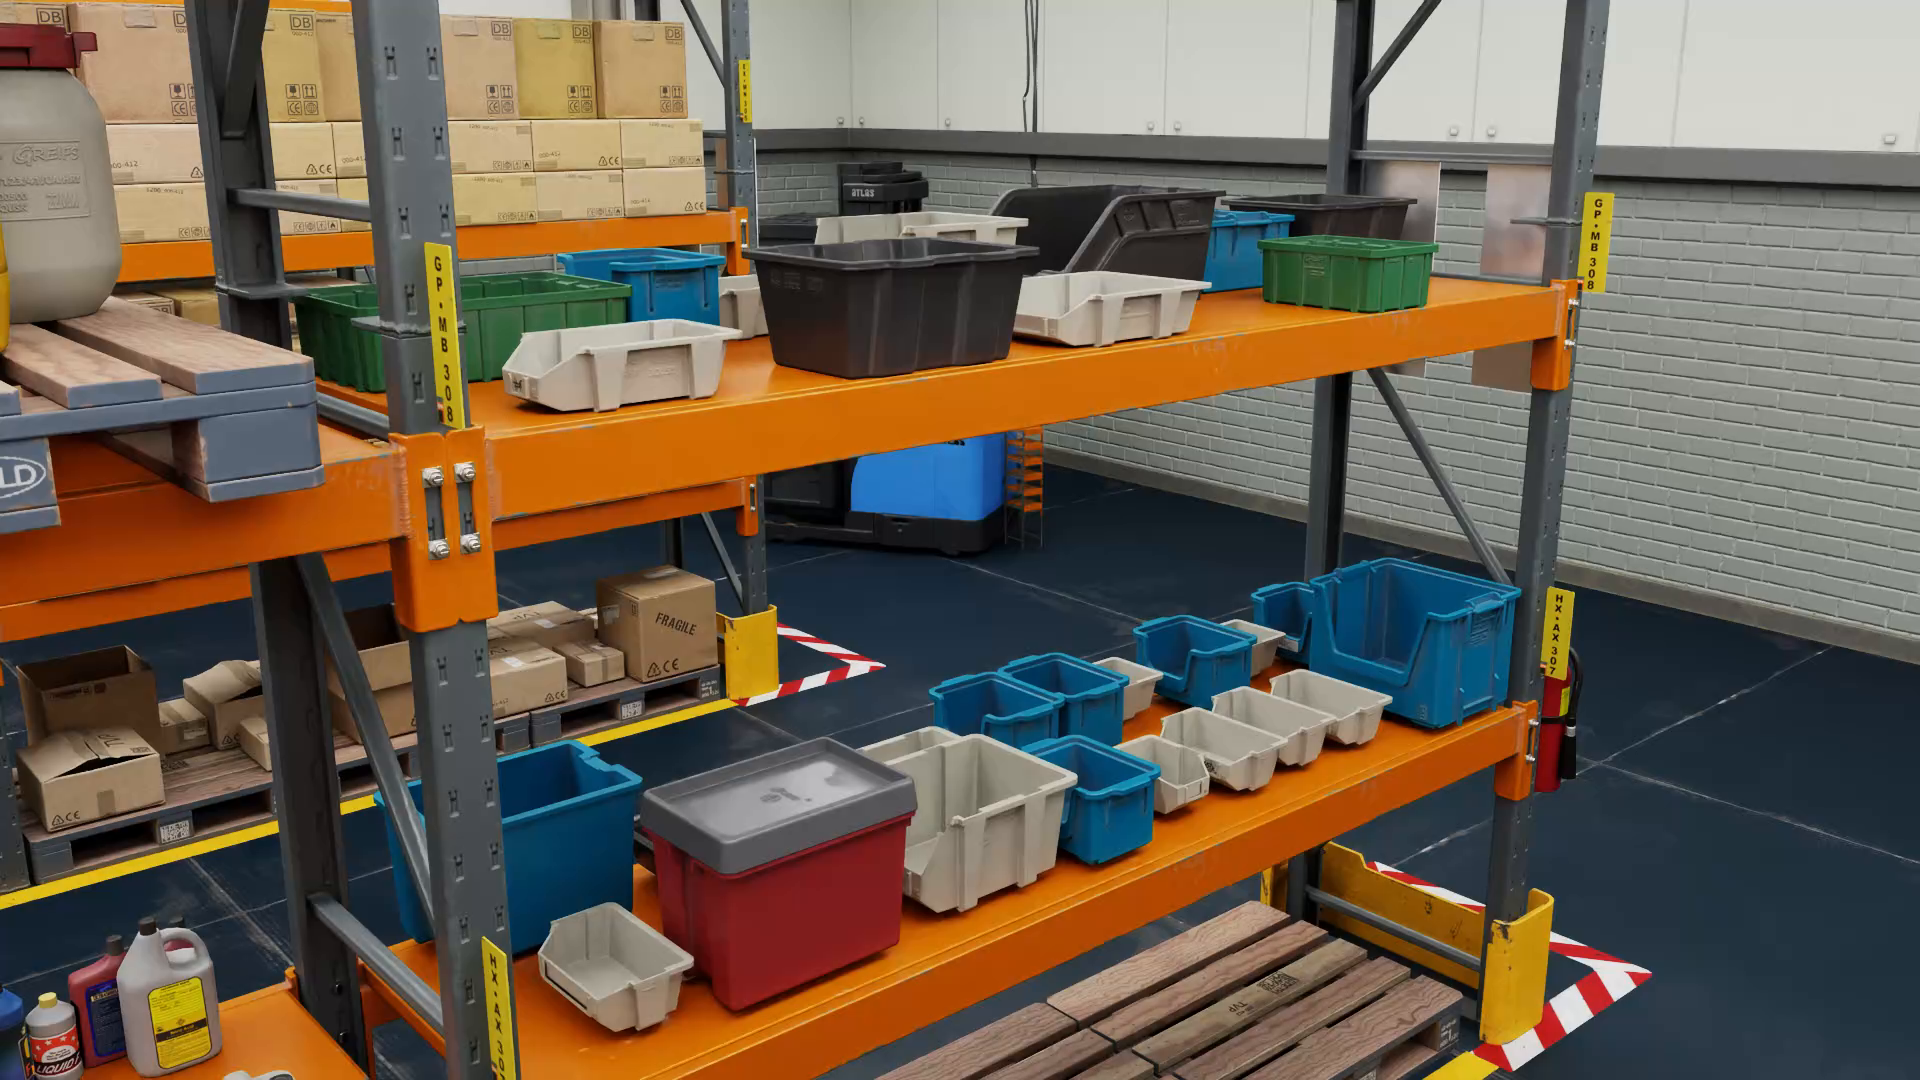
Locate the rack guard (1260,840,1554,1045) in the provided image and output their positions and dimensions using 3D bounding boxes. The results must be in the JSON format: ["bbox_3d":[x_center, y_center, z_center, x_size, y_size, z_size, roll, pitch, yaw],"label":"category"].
[{"bbox_3d":[1.748,1.506,6.642,0.348,0.500,1.175,-13,19,-39],"label":"rack guard"}]

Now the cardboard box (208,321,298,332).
[{"bbox_3d":[-3.551,-0.822,8.384,0.500,0.500,0.500,-12,19,-39],"label":"cardboard box"}]

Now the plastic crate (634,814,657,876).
[{"bbox_3d":[-0.611,0.845,4.691,0.590,0.125,0.437,-13,19,-39],"label":"plastic crate"}]

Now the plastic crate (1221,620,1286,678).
[{"bbox_3d":[1.040,0.420,6.261,0.298,0.136,0.250,-13,19,-39],"label":"plastic crate"}]

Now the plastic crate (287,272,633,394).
[{"bbox_3d":[-1.158,-0.495,3.887,0.662,0.188,0.450,-13,19,-39],"label":"plastic crate"}]

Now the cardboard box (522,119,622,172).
[{"bbox_3d":[-2.108,-2.056,8.646,0.500,0.250,0.500,-13,19,-39],"label":"cardboard box"}]

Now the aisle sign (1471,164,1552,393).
[{"bbox_3d":[1.985,-0.906,5.791,0.004,0.787,0.394,-13,19,-39],"label":"aisle sign"}]

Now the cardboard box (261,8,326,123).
[{"bbox_3d":[-3.343,-2.195,7.713,0.500,0.500,0.700,-13,19,-39],"label":"cardboard box"}]

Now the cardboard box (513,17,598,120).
[{"bbox_3d":[-2.320,-2.482,8.785,0.500,0.500,0.700,-13,19,-39],"label":"cardboard box"}]

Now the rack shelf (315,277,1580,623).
[{"bbox_3d":[0.230,-0.458,4.732,4.000,0.370,1.077,-13,19,-39],"label":"rack shelf"}]

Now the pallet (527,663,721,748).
[{"bbox_3d":[-2.169,0.836,9.712,1.213,0.211,1.003,-13,19,-39],"label":"pallet"}]

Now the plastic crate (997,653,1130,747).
[{"bbox_3d":[0.343,0.558,5.557,0.300,0.233,0.416,-13,19,-39],"label":"plastic crate"}]

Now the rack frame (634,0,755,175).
[{"bbox_3d":[-1.510,-3.558,9.133,0.127,3.000,1.000,-13,19,-39],"label":"rack frame"}]

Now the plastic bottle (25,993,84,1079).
[{"bbox_3d":[-2.012,1.104,3.691,0.097,0.201,0.097,0,15,0],"label":"plastic bottle"}]

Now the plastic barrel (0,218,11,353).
[{"bbox_3d":[-1.834,-0.566,2.565,0.600,0.588,0.600,0,15,0],"label":"plastic barrel"}]

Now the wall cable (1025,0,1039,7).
[{"bbox_3d":[1.512,-5.824,13.845,0.112,2.526,3.097,-13,19,-39],"label":"wall cable"}]

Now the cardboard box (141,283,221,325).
[{"bbox_3d":[-5.685,-1.555,12.676,0.700,0.700,0.980,-13,20,-40],"label":"cardboard box"}]

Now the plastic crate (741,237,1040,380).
[{"bbox_3d":[-0.162,-0.560,3.975,0.590,0.269,0.497,-13,19,-39],"label":"plastic crate"}]

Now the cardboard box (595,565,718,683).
[{"bbox_3d":[-1.759,0.476,9.649,0.500,0.500,0.500,-13,19,-39],"label":"cardboard box"}]

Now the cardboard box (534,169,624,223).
[{"bbox_3d":[-2.109,-1.815,8.712,0.500,0.250,0.500,-13,19,-39],"label":"cardboard box"}]

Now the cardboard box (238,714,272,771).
[{"bbox_3d":[-3.423,0.997,8.344,0.250,0.166,0.380,-13,19,-39],"label":"cardboard box"}]

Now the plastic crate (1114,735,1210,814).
[{"bbox_3d":[0.609,0.729,5.103,0.250,0.136,0.298,-13,19,-39],"label":"plastic crate"}]

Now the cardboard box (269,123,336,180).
[{"bbox_3d":[-3.237,-1.802,7.692,0.500,0.250,0.500,-13,19,-39],"label":"cardboard box"}]

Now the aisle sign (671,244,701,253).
[{"bbox_3d":[-1.652,-1.984,9.829,0.004,0.787,0.394,-13,19,-39],"label":"aisle sign"}]

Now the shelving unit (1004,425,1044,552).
[{"bbox_3d":[0.494,-0.527,12.899,0.189,1.200,0.258,-11,18,-35],"label":"shelving unit"}]

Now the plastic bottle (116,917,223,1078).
[{"bbox_3d":[-1.788,1.010,3.751,0.185,0.351,0.144,-13,19,-39],"label":"plastic bottle"}]

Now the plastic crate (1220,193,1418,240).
[{"bbox_3d":[1.265,-1.070,5.883,0.590,0.269,0.497,-13,19,-39],"label":"plastic crate"}]

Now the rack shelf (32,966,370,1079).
[{"bbox_3d":[-2.788,1.669,2.582,4.000,0.370,1.077,-13,19,-39],"label":"rack shelf"}]

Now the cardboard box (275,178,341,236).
[{"bbox_3d":[-3.241,-1.561,7.761,0.500,0.250,0.500,-13,19,-39],"label":"cardboard box"}]

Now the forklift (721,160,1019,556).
[{"bbox_3d":[-1.101,-1.507,13.212,3.031,2.935,1.130,5,16,19],"label":"forklift"}]

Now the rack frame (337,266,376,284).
[{"bbox_3d":[-4.765,-1.623,13.515,0.127,3.000,1.000,-13,19,-39],"label":"rack frame"}]

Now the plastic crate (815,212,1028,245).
[{"bbox_3d":[-0.136,-0.771,4.742,0.530,0.282,0.437,-13,19,-39],"label":"plastic crate"}]

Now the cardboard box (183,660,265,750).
[{"bbox_3d":[-3.719,0.826,8.704,0.500,0.311,0.500,-13,19,-39],"label":"cardboard box"}]

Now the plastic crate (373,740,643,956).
[{"bbox_3d":[-1.151,0.816,4.297,0.575,0.384,0.392,-13,19,-39],"label":"plastic crate"}]

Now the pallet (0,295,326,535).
[{"bbox_3d":[-1.806,-0.223,2.827,1.003,0.211,1.213,-13,19,-39],"label":"pallet"}]

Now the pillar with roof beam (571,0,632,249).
[{"bbox_3d":[-0.470,-4.309,11.946,0.400,9.000,9.100,-13,19,-39],"label":"pillar with roof beam"}]

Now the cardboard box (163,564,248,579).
[{"bbox_3d":[-3.580,-0.151,7.809,0.500,0.500,0.500,-12,19,-38],"label":"cardboard box"}]

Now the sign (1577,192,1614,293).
[{"bbox_3d":[2.112,-0.989,5.530,0.005,0.325,0.100,-13,19,-39],"label":"sign"}]

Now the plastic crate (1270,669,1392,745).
[{"bbox_3d":[1.242,0.577,5.672,0.243,0.136,0.396,-13,19,-39],"label":"plastic crate"}]

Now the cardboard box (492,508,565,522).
[{"bbox_3d":[-2.439,-0.407,8.768,0.500,0.500,0.500,-12,19,-39],"label":"cardboard box"}]

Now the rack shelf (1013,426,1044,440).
[{"bbox_3d":[0.494,-0.832,12.818,0.180,0.103,0.258,-11,18,-35],"label":"rack shelf"}]

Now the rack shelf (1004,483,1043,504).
[{"bbox_3d":[0.494,-0.369,12.942,0.180,0.103,0.258,-11,18,-35],"label":"rack shelf"}]

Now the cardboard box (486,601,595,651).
[{"bbox_3d":[-2.484,0.578,9.750,0.500,0.250,0.500,-13,19,-39],"label":"cardboard box"}]

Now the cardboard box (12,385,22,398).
[{"bbox_3d":[-3.988,-0.538,7.322,0.500,0.500,0.500,-12,19,-38],"label":"cardboard box"}]

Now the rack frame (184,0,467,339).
[{"bbox_3d":[-1.279,-1.915,2.984,0.127,3.000,1.000,-13,19,-39],"label":"rack frame"}]
